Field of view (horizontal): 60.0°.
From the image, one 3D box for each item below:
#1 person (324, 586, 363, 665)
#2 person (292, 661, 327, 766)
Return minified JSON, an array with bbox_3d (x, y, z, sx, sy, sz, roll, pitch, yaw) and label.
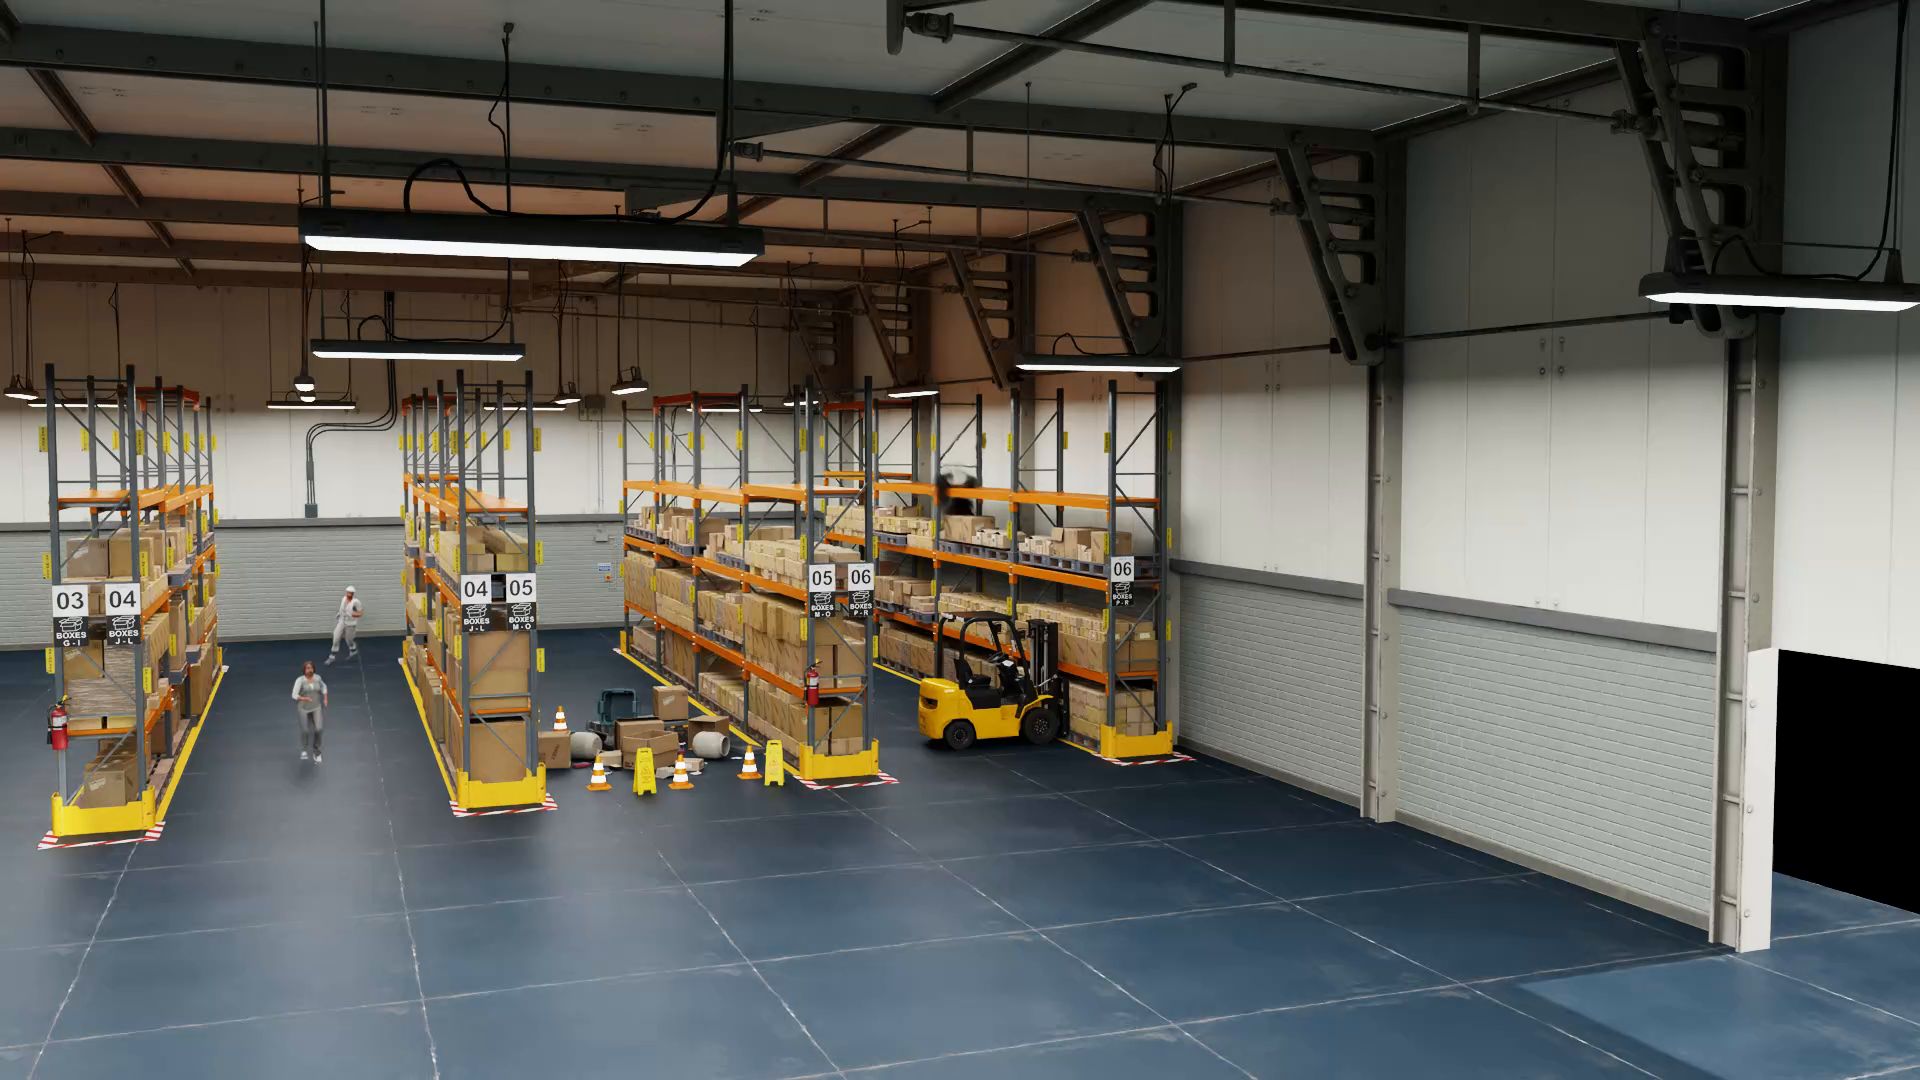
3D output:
[{"bbox_3d":[-13.850,1.906,37.646,0.773,1.746,0.941,0,3,7],"label":"person"},{"bbox_3d":[-10.111,2.699,25.891,0.559,1.651,0.707,-2,4,-33],"label":"person"}]
